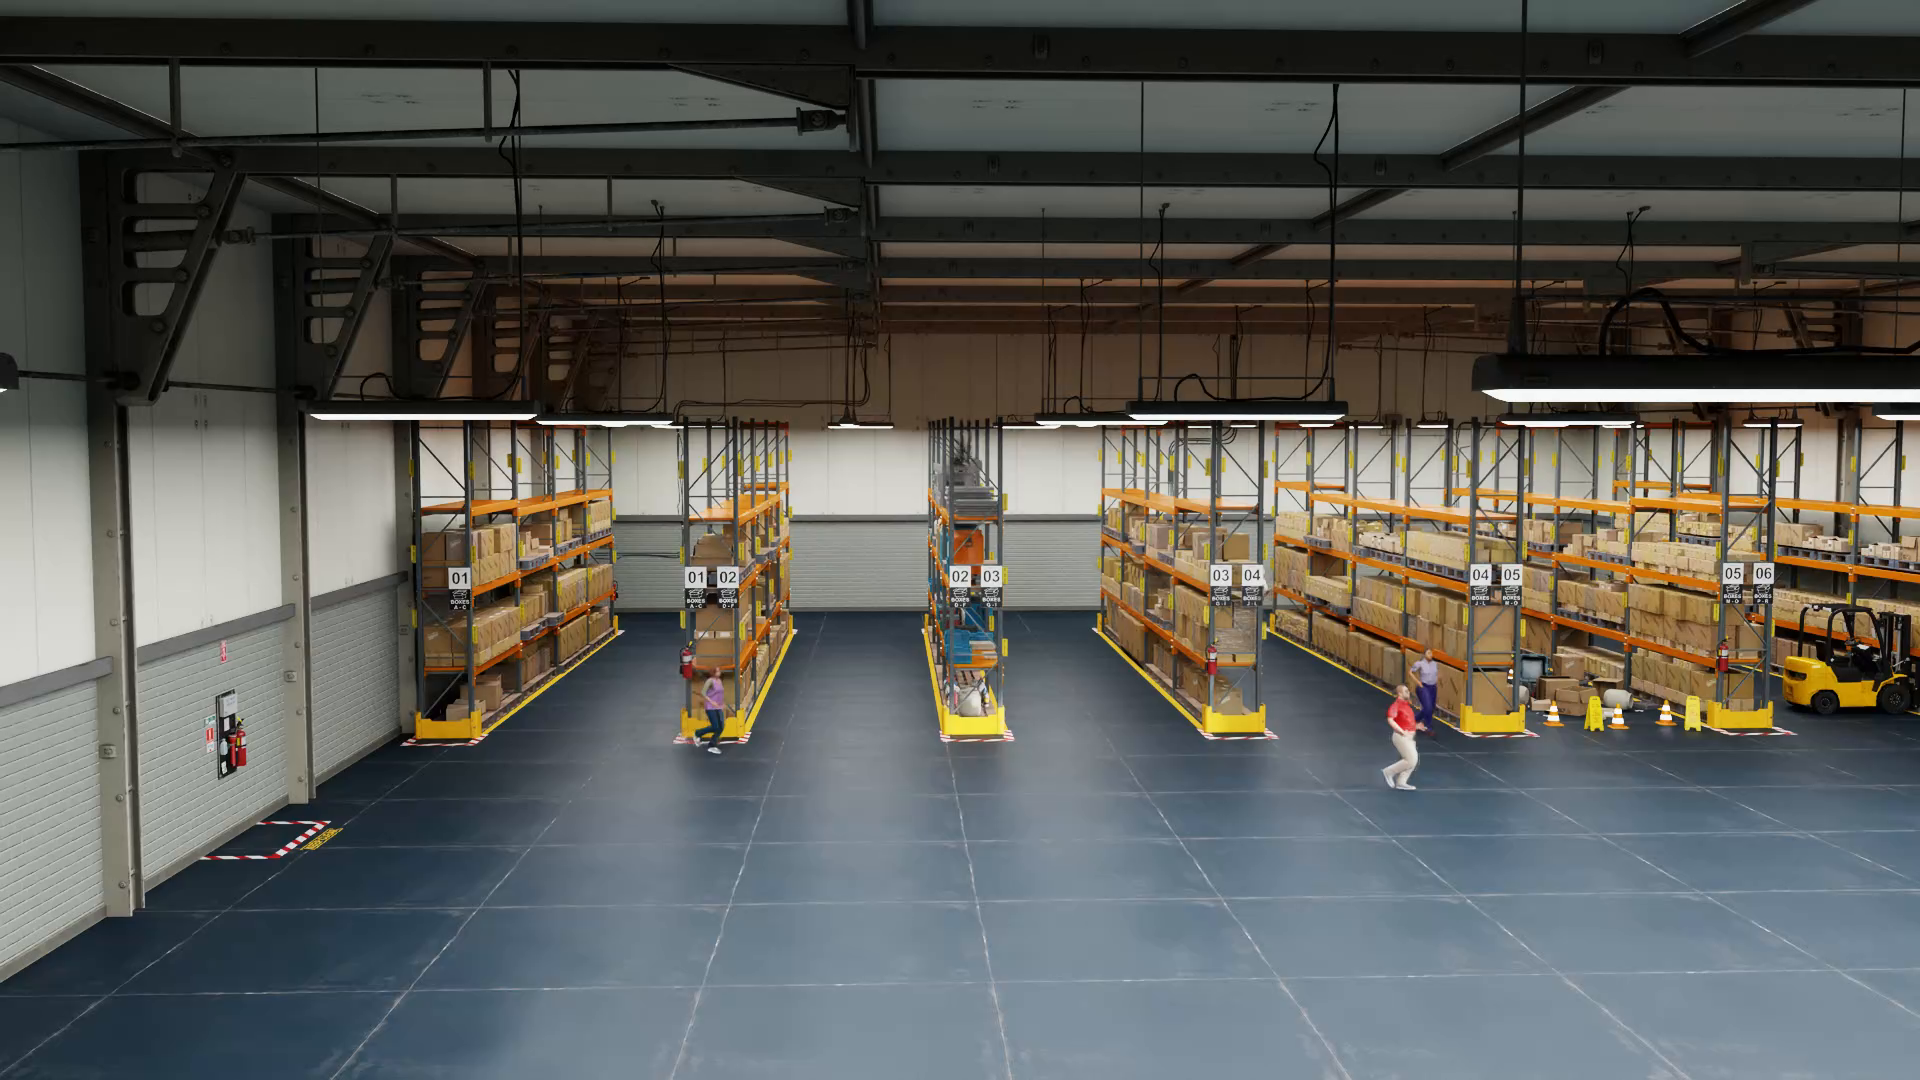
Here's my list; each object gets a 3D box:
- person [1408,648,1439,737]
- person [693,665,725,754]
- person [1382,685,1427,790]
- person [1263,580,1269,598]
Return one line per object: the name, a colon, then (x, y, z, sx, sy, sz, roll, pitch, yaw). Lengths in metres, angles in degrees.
person: (8.827, 2.873, 31.501, 0.656, 1.671, 0.772, -1, 4, -22)
person: (-4.435, 3.013, 29.725, 0.526, 1.552, 0.567, 2, 4, 25)
person: (7.081, 3.151, 26.498, 0.619, 1.676, 0.658, 2, 4, 28)
person: (8.760, 1.703, 48.907, 0.757, 1.663, 0.841, -2, 4, -32)
